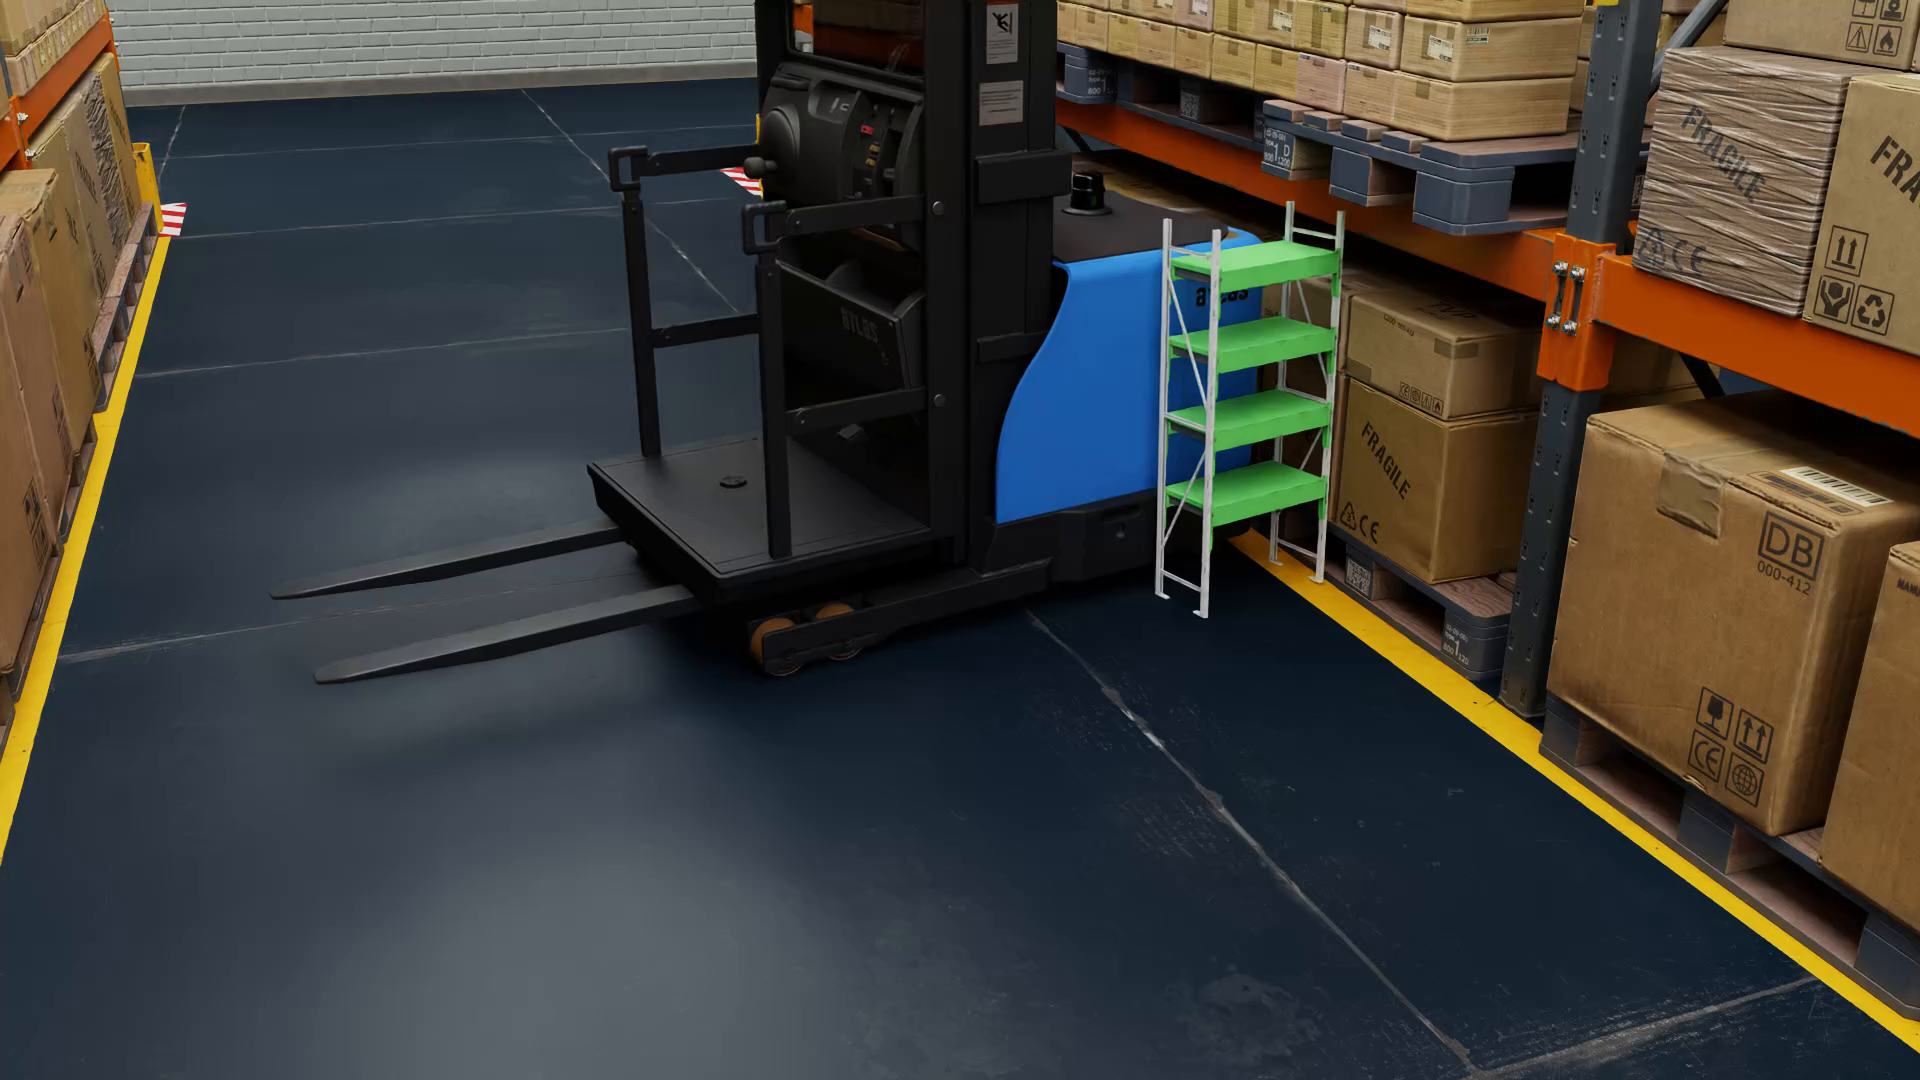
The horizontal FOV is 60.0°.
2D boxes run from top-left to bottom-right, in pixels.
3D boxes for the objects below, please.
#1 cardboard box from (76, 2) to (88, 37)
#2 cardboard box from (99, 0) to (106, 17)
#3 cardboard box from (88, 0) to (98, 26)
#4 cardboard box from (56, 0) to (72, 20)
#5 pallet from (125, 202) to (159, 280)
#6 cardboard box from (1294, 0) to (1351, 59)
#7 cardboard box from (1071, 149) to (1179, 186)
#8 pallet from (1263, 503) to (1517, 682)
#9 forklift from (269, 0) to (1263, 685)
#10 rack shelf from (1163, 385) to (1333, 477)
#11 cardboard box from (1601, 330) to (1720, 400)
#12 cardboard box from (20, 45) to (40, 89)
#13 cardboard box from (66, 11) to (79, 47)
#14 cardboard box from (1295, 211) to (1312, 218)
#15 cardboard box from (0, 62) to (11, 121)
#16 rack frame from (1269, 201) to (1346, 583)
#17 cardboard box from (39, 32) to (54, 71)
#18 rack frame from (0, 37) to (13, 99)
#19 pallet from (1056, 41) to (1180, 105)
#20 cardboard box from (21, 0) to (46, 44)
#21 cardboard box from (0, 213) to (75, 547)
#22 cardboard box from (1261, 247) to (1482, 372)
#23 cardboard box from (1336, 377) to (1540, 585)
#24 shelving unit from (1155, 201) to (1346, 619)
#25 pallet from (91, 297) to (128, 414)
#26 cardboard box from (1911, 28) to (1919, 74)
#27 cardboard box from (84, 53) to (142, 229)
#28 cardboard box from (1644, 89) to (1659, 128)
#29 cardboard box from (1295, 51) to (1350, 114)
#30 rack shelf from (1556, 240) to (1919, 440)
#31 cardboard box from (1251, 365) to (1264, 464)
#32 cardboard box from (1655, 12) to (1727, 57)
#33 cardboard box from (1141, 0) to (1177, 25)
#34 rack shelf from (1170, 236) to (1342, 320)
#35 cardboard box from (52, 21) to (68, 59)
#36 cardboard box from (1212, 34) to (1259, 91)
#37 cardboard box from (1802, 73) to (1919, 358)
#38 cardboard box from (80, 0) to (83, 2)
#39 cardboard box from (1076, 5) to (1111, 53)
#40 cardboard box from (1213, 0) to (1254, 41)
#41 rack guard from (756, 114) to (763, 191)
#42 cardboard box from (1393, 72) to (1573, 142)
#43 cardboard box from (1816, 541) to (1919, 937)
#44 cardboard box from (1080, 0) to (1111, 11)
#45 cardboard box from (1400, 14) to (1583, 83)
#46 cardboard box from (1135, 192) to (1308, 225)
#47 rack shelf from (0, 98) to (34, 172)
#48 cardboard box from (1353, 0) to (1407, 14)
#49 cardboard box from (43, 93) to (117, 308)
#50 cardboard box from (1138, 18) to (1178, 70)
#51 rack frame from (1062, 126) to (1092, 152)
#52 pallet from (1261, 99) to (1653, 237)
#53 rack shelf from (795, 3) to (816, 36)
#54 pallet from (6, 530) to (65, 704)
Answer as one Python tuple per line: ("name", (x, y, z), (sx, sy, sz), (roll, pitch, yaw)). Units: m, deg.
("cardboard box", (-4.708, -2.666, 8.536), (0.380, 0.149, 0.250), (-9, 24, -20))
("cardboard box", (-5.070, -3.036, 9.416), (0.380, 0.149, 0.250), (-8, 24, -18))
("cardboard box", (-4.889, -2.850, 8.974), (0.380, 0.149, 0.250), (-8, 24, -19))
("cardboard box", (-4.538, -2.607, 7.883), (0.500, 0.250, 0.500), (-8, 24, -19))
("pallet", (-5.149, -1.672, 9.444), (1.003, 0.211, 1.213), (-8, 24, -19))
("cardboard box", (1.206, -1.497, 4.840), (0.380, 0.149, 0.250), (-8, 24, -18))
("cardboard box", (0.599, -1.509, 7.181), (0.500, 0.250, 0.500), (-9, 25, -21))
("pallet", (1.723, 0.027, 5.413), (1.003, 0.211, 1.213), (-8, 24, -19))
("forklift", (-0.538, -1.190, 4.801), (3.031, 2.935, 1.130), (-13, 26, -28))
("rack shelf", (0.891, -0.345, 5.174), (0.480, 0.148, 0.258), (-14, 24, -30))
("cardboard box", (1.981, -0.644, 5.129), (0.500, 0.250, 0.500), (-9, 25, -21))
("cardboard box", (-3.977, -1.916, 6.757), (0.380, 0.149, 0.250), (-9, 25, -21))
("cardboard box", (-4.531, -2.481, 8.098), (0.380, 0.149, 0.250), (-8, 24, -18))
("cardboard box", (1.453, -1.199, 6.446), (0.500, 0.250, 0.500), (-9, 25, -21))
("cardboard box", (-3.671, -1.697, 5.785), (0.500, 0.500, 0.500), (-8, 24, -19))
("rack frame", (1.095, -0.456, 5.273), (0.015, 1.200, 0.240), (-14, 24, -30))
("cardboard box", (-4.165, -2.107, 7.210), (0.380, 0.149, 0.250), (-9, 24, -20))
("rack frame", (-4.091, -1.783, 6.118), (1.000, 3.000, 0.127), (-8, 24, -19))
("pallet", (0.719, -2.041, 6.977), (1.003, 0.211, 1.213), (-8, 24, -19))
("cardboard box", (-4.183, -2.239, 7.010), (0.500, 0.250, 0.500), (-8, 24, -19))
("cardboard box", (-3.530, -0.443, 5.134), (1.225, 0.875, 0.875), (-9, 25, -21))
("cardboard box", (1.322, -0.755, 5.392), (0.500, 0.250, 0.500), (-8, 24, -18))
("cardboard box", (1.521, -0.218, 5.084), (0.500, 0.500, 0.500), (-8, 24, -19))
("shelving unit", (0.890, -0.404, 5.151), (0.503, 1.200, 0.258), (-14, 24, -30))
("pallet", (-4.287, -0.785, 7.341), (1.003, 0.211, 1.213), (-8, 24, -19))
("cardboard box", (2.327, -1.132, 3.158), (0.700, 0.500, 0.500), (-9, 24, -20))
("cardboard box", (-5.203, -2.229, 9.372), (0.875, 0.875, 0.875), (-8, 24, -19))
("cardboard box", (2.028, -1.241, 4.616), (0.380, 0.149, 0.250), (-9, 24, -20))
("cardboard box", (1.216, -1.351, 4.877), (0.380, 0.149, 0.250), (-8, 24, -18))
("rack shelf", (2.704, 0.085, 2.613), (1.077, 0.370, 4.000), (-8, 24, -19))
("cardboard box", (1.139, -0.597, 5.983), (0.500, 0.500, 0.500), (-9, 25, -21))
("cardboard box", (2.015, -1.391, 4.589), (0.380, 0.149, 0.250), (-7, 24, -17))
("cardboard box", (0.848, -1.867, 5.718), (0.380, 0.149, 0.250), (-9, 24, -20))
("rack shelf", (0.881, -0.793, 5.003), (0.480, 0.148, 0.258), (-14, 24, -30))
("cardboard box", (-4.343, -2.291, 7.648), (0.380, 0.149, 0.250), (-8, 24, -18))
("cardboard box", (1.035, -1.540, 5.324), (0.380, 0.149, 0.250), (-9, 25, -21))
("cardboard box", (2.086, -0.635, 3.266), (0.500, 0.500, 0.500), (-9, 24, -19))
("cardboard box", (-4.906, -2.980, 8.769), (0.500, 0.250, 0.500), (-9, 24, -20))
("cardboard box", (0.660, -1.923, 6.234), (0.380, 0.149, 0.250), (-9, 25, -21))
("cardboard box", (1.032, -1.679, 5.271), (0.380, 0.149, 0.250), (-9, 24, -19))
("rack guard", (-0.802, -2.701, 11.514), (1.175, 0.500, 0.348), (-8, 24, -19))
("cardboard box", (1.393, -1.167, 4.440), (0.380, 0.149, 0.250), (-8, 24, -18))
("cardboard box", (2.441, 0.420, 3.246), (1.050, 0.750, 0.750), (-8, 24, -18))
("cardboard box", (0.668, -2.056, 6.165), (0.380, 0.149, 0.250), (-7, 24, -17))
("cardboard box", (1.397, -1.305, 4.385), (0.380, 0.149, 0.250), (-8, 24, -18))
("cardboard box", (0.965, -1.130, 6.282), (0.500, 0.250, 0.500), (-7, 24, -17))
("rack shelf", (-3.385, -0.725, 4.534), (1.077, 0.370, 4.000), (-8, 24, -19))
("cardboard box", (1.309, -1.532, 4.540), (0.380, 0.149, 0.250), (-9, 24, -20))
("cardboard box", (-4.567, -1.575, 7.820), (0.875, 0.875, 0.875), (-8, 24, -19))
("cardboard box", (0.846, -1.733, 5.782), (0.380, 0.149, 0.250), (-10, 25, -21))
("rack frame", (0.585, -2.427, 7.646), (1.000, 3.000, 0.127), (-8, 24, -19))
("pallet", (1.646, -1.129, 4.815), (1.213, 0.211, 1.003), (-8, 24, -19))
("rack shelf", (-0.122, -2.822, 9.510), (1.077, 0.370, 4.000), (-8, 24, -19))
("pallet", (-3.313, 0.216, 4.966), (1.003, 0.211, 1.213), (-8, 24, -19))
